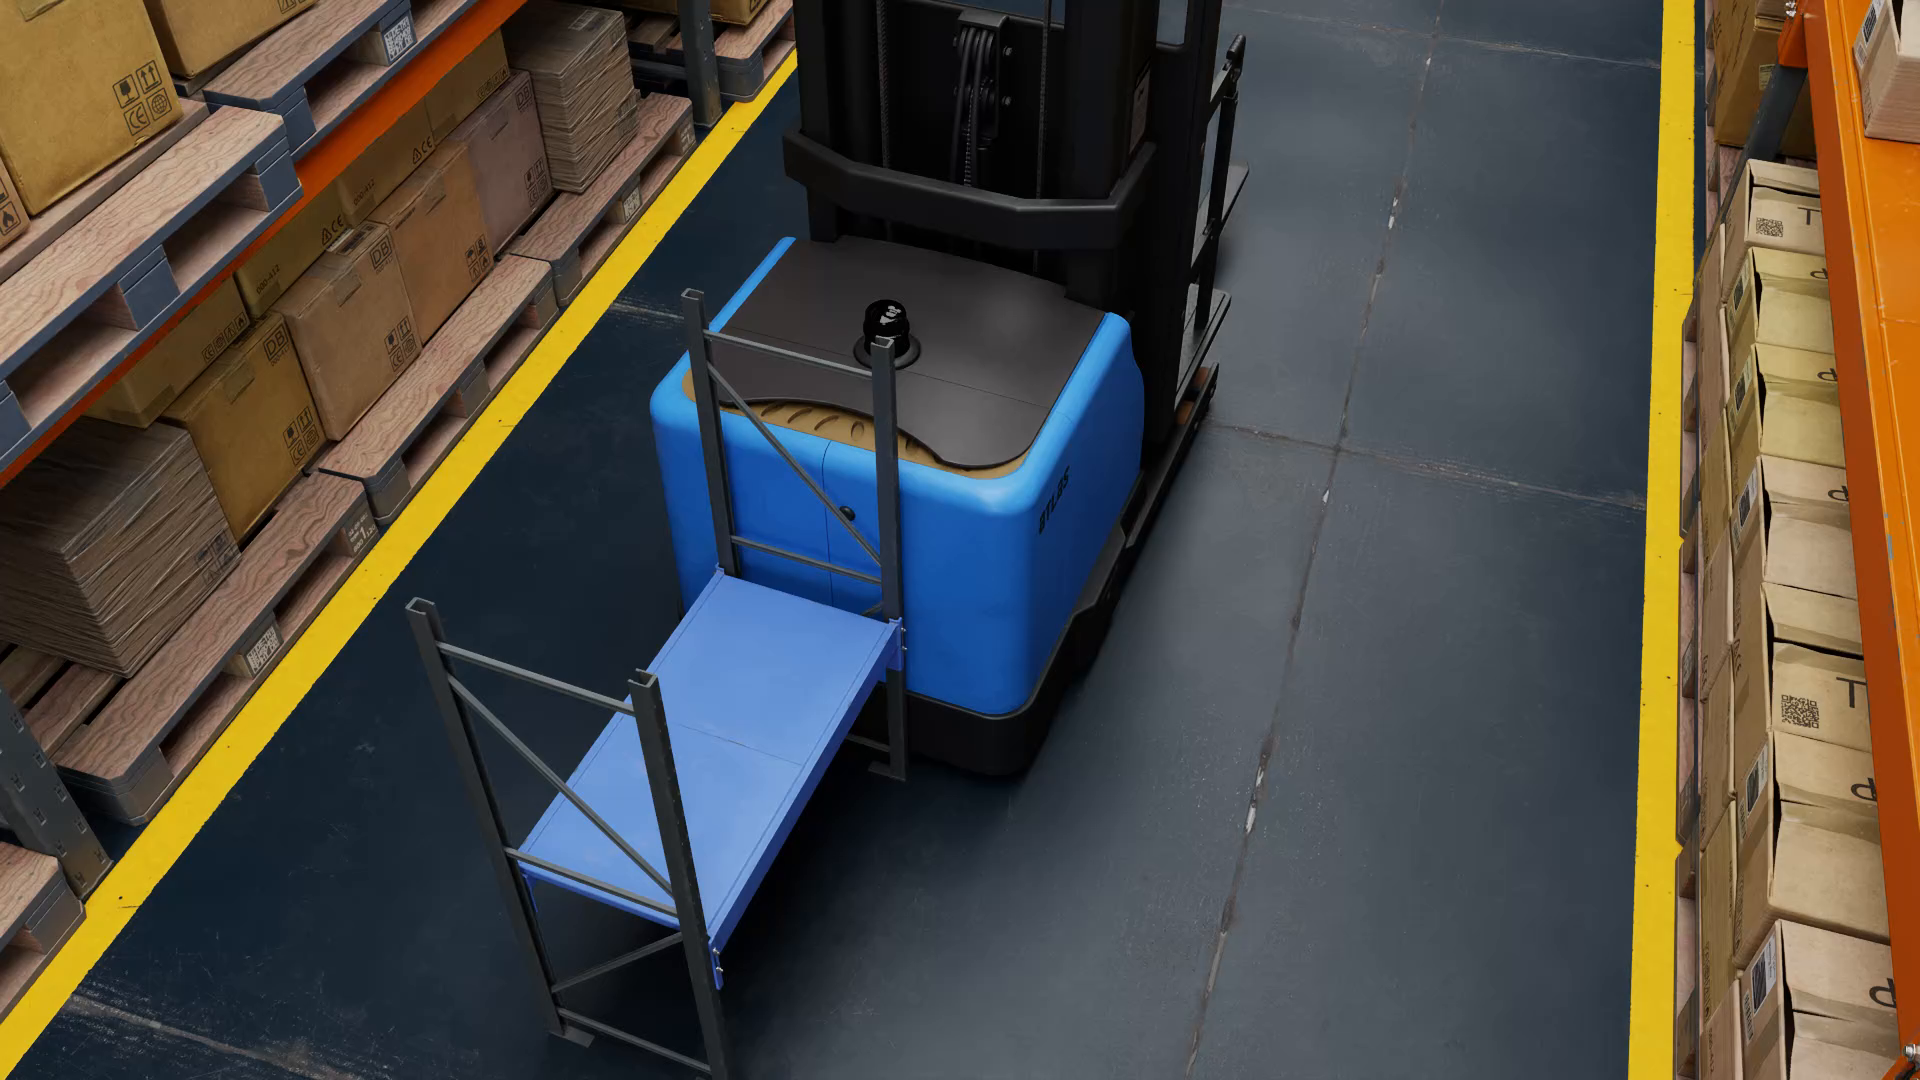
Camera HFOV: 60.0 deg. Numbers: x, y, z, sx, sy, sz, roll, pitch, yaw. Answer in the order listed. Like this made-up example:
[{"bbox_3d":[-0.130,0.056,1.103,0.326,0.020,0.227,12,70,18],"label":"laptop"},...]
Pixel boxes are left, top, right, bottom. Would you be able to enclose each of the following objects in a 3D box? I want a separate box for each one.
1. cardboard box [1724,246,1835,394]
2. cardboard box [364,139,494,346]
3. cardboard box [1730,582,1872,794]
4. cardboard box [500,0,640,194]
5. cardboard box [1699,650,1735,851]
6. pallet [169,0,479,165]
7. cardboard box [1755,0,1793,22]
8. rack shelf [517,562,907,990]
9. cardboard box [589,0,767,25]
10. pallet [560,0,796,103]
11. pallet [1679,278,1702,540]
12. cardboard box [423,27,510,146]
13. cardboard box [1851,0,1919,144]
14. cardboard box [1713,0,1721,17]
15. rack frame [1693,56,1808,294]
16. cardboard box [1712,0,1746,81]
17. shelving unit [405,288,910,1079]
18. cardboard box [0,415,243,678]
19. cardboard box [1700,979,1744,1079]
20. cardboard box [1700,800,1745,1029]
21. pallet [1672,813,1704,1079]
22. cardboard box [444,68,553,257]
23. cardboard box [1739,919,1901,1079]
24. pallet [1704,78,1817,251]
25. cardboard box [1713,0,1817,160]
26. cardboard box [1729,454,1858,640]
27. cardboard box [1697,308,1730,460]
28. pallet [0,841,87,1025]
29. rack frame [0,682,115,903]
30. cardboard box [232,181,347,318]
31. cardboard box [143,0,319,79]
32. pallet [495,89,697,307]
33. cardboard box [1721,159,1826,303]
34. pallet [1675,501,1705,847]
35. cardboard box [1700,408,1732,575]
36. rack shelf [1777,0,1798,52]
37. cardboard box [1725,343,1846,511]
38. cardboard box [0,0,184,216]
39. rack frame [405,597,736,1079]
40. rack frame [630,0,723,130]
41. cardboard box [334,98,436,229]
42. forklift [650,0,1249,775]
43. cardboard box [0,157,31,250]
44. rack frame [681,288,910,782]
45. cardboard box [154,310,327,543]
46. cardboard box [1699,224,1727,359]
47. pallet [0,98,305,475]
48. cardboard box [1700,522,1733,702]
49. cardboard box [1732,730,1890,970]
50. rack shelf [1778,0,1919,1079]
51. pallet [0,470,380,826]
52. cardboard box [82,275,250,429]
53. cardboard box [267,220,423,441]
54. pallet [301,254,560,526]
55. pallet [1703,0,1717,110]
[{"bbox_3d":[2.625,-0.631,5.015,0.500,0.311,0.500,11,46,12],"label":"cardboard box"},{"bbox_3d":[-2.066,-1.066,5.667,0.700,0.500,0.500,12,46,12],"label":"cardboard box"},{"bbox_3d":[2.158,0.385,3.976,0.500,0.311,0.500,12,46,12],"label":"cardboard box"},{"bbox_3d":[-1.676,-1.722,6.338,0.700,0.500,0.500,13,46,13],"label":"cardboard box"},{"bbox_3d":[2.162,0.581,4.177,0.500,0.250,0.500,13,46,13],"label":"cardboard box"},{"bbox_3d":[-2.068,-1.552,4.829,1.003,0.211,1.213,13,46,13],"label":"pallet"},{"bbox_3d":[3.287,-2.146,6.235,0.500,0.250,0.500,14,46,14],"label":"cardboard box"},{"bbox_3d":[-0.568,0.513,3.911,0.538,0.185,1.000,16,47,16],"label":"rack shelf"},{"bbox_3d":[-1.160,-2.793,7.197,0.750,0.750,0.750,12,46,12],"label":"cardboard box"},{"bbox_3d":[-1.197,-2.462,7.615,1.003,0.211,1.213,13,46,13],"label":"pallet"},{"bbox_3d":[2.928,-0.365,5.472,1.003,0.211,1.213,13,46,13],"label":"pallet"},{"bbox_3d":[-1.908,-1.623,5.701,0.500,0.250,0.500,13,46,13],"label":"cardboard box"},{"bbox_3d":[2.759,-1.315,4.513,0.500,0.311,0.500,12,46,12],"label":"cardboard box"},{"bbox_3d":[3.584,-2.535,7.169,0.500,0.500,0.500,11,45,11],"label":"cardboard box"},{"bbox_3d":[3.215,-1.902,5.049,1.000,3.000,0.127,13,46,13],"label":"rack frame"},{"bbox_3d":[3.431,-2.184,6.810,0.500,0.500,0.500,11,45,11],"label":"cardboard box"},{"bbox_3d":[-0.568,0.384,3.785,0.538,1.500,1.048,16,47,16],"label":"shelving unit"},{"bbox_3d":[-2.512,-0.041,4.620,0.700,0.500,0.500,14,46,14],"label":"cardboard box"},{"bbox_3d":[1.852,1.259,3.485,0.500,0.250,0.500,12,46,12],"label":"cardboard box"},{"bbox_3d":[2.007,0.922,3.829,0.500,0.250,0.500,12,46,12],"label":"cardboard box"},{"bbox_3d":[2.189,1.261,3.810,1.003,0.211,1.213,13,46,13],"label":"pallet"},{"bbox_3d":[-1.943,-1.403,6.012,0.700,0.500,0.500,12,46,12],"label":"cardboard box"},{"bbox_3d":[1.853,1.065,3.281,0.500,0.311,0.500,13,46,13],"label":"cardboard box"},{"bbox_3d":[3.477,-1.395,6.525,1.003,0.211,1.213,13,46,13],"label":"pallet"},{"bbox_3d":[3.274,-1.839,6.458,0.500,0.500,0.500,14,46,14],"label":"cardboard box"},{"bbox_3d":[2.313,0.051,4.318,0.500,0.311,0.500,12,46,12],"label":"cardboard box"},{"bbox_3d":[2.625,-0.448,5.228,0.500,0.250,0.500,11,46,11],"label":"cardboard box"},{"bbox_3d":[-2.889,1.169,3.905,1.003,0.211,1.213,13,46,13],"label":"pallet"},{"bbox_3d":[-2.719,-0.283,3.394,1.000,3.000,0.127,13,46,13],"label":"rack frame"},{"bbox_3d":[-2.228,-0.951,5.013,0.500,0.250,0.500,11,46,11],"label":"cardboard box"},{"bbox_3d":[-2.187,-1.624,4.379,0.700,0.500,0.500,19,47,18],"label":"cardboard box"},{"bbox_3d":[-1.746,-1.432,6.562,1.003,0.211,1.213,13,46,13],"label":"pallet"},{"bbox_3d":[2.776,-0.983,5.375,0.500,0.311,0.500,14,46,14],"label":"cardboard box"},{"bbox_3d":[2.557,0.445,4.644,1.003,0.211,1.213,13,46,13],"label":"pallet"},{"bbox_3d":[2.473,-0.100,4.873,0.500,0.250,0.500,11,46,11],"label":"cardboard box"},{"bbox_3d":[3.820,-2.978,6.663,1.077,0.370,4.000,13,46,13],"label":"rack shelf"},{"bbox_3d":[2.468,-0.292,4.668,0.500,0.311,0.500,11,46,11],"label":"cardboard box"},{"bbox_3d":[-2.356,-1.179,3.924,0.700,0.500,0.500,17,47,17],"label":"cardboard box"},{"bbox_3d":[-0.758,0.714,3.448,0.500,1.500,0.032,16,47,16],"label":"rack frame"},{"bbox_3d":[-1.508,-2.949,6.119,1.000,3.000,0.127,13,46,13],"label":"rack frame"},{"bbox_3d":[-2.059,-1.279,5.349,0.500,0.250,0.500,12,46,12],"label":"cardboard box"},{"bbox_3d":[0.235,-1.455,4.642,1.130,2.935,3.031,16,47,16],"label":"forklift"},{"bbox_3d":[-2.532,-0.808,3.545,0.700,0.500,0.500,13,46,13],"label":"cardboard box"},{"bbox_3d":[-0.377,0.055,4.122,0.500,1.500,0.032,16,47,16],"label":"rack frame"},{"bbox_3d":[-2.403,-0.396,4.983,0.700,0.500,0.500,12,46,12],"label":"cardboard box"},{"bbox_3d":[2.776,-0.783,5.571,0.500,0.250,0.500,12,46,12],"label":"cardboard box"},{"bbox_3d":[-2.349,-0.693,3.951,1.003,0.211,1.213,13,46,13],"label":"pallet"},{"bbox_3d":[2.317,0.242,4.524,0.500,0.250,0.500,13,46,13],"label":"cardboard box"},{"bbox_3d":[2.004,0.717,3.637,0.500,0.311,0.500,14,46,14],"label":"cardboard box"},{"bbox_3d":[2.609,-0.312,3.939,1.077,0.370,4.000,13,46,13],"label":"rack shelf"},{"bbox_3d":[-2.485,0.194,4.900,1.003,0.211,1.213,13,46,13],"label":"pallet"},{"bbox_3d":[-2.382,-0.603,4.658,0.500,0.250,0.500,12,46,12],"label":"cardboard box"},{"bbox_3d":[-2.210,-0.727,5.321,0.700,0.500,0.500,13,46,13],"label":"cardboard box"},{"bbox_3d":[-2.117,-0.621,5.734,1.003,0.211,1.213,13,46,13],"label":"pallet"},{"bbox_3d":[3.848,-2.206,7.353,1.003,0.211,1.213,13,46,13],"label":"pallet"}]
